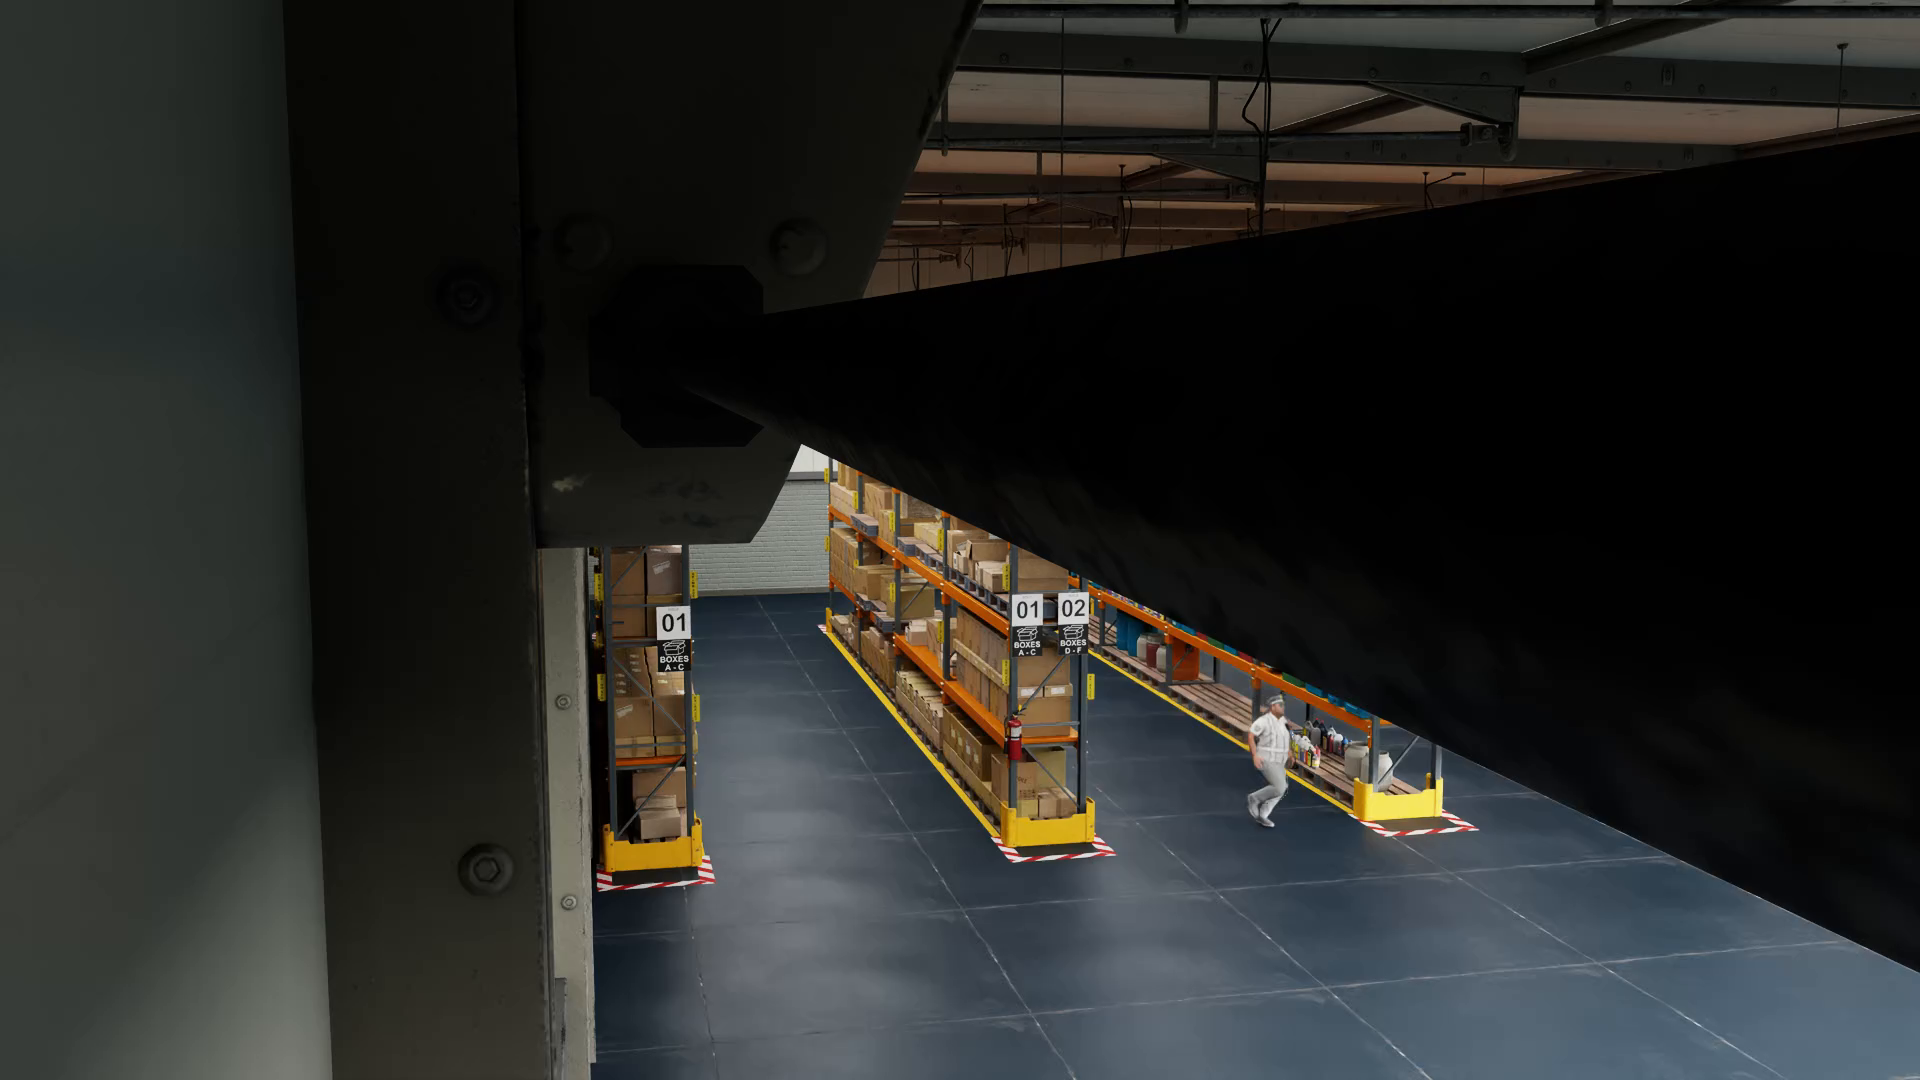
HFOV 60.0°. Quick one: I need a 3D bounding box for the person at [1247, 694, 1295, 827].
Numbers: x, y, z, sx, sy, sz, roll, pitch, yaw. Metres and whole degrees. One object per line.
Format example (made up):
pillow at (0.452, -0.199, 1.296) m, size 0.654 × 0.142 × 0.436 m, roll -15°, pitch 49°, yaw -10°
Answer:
person at (4.163, 2.888, 21.909) m, size 0.701 × 1.707 × 0.535 m, roll -6°, pitch 9°, yaw -44°
